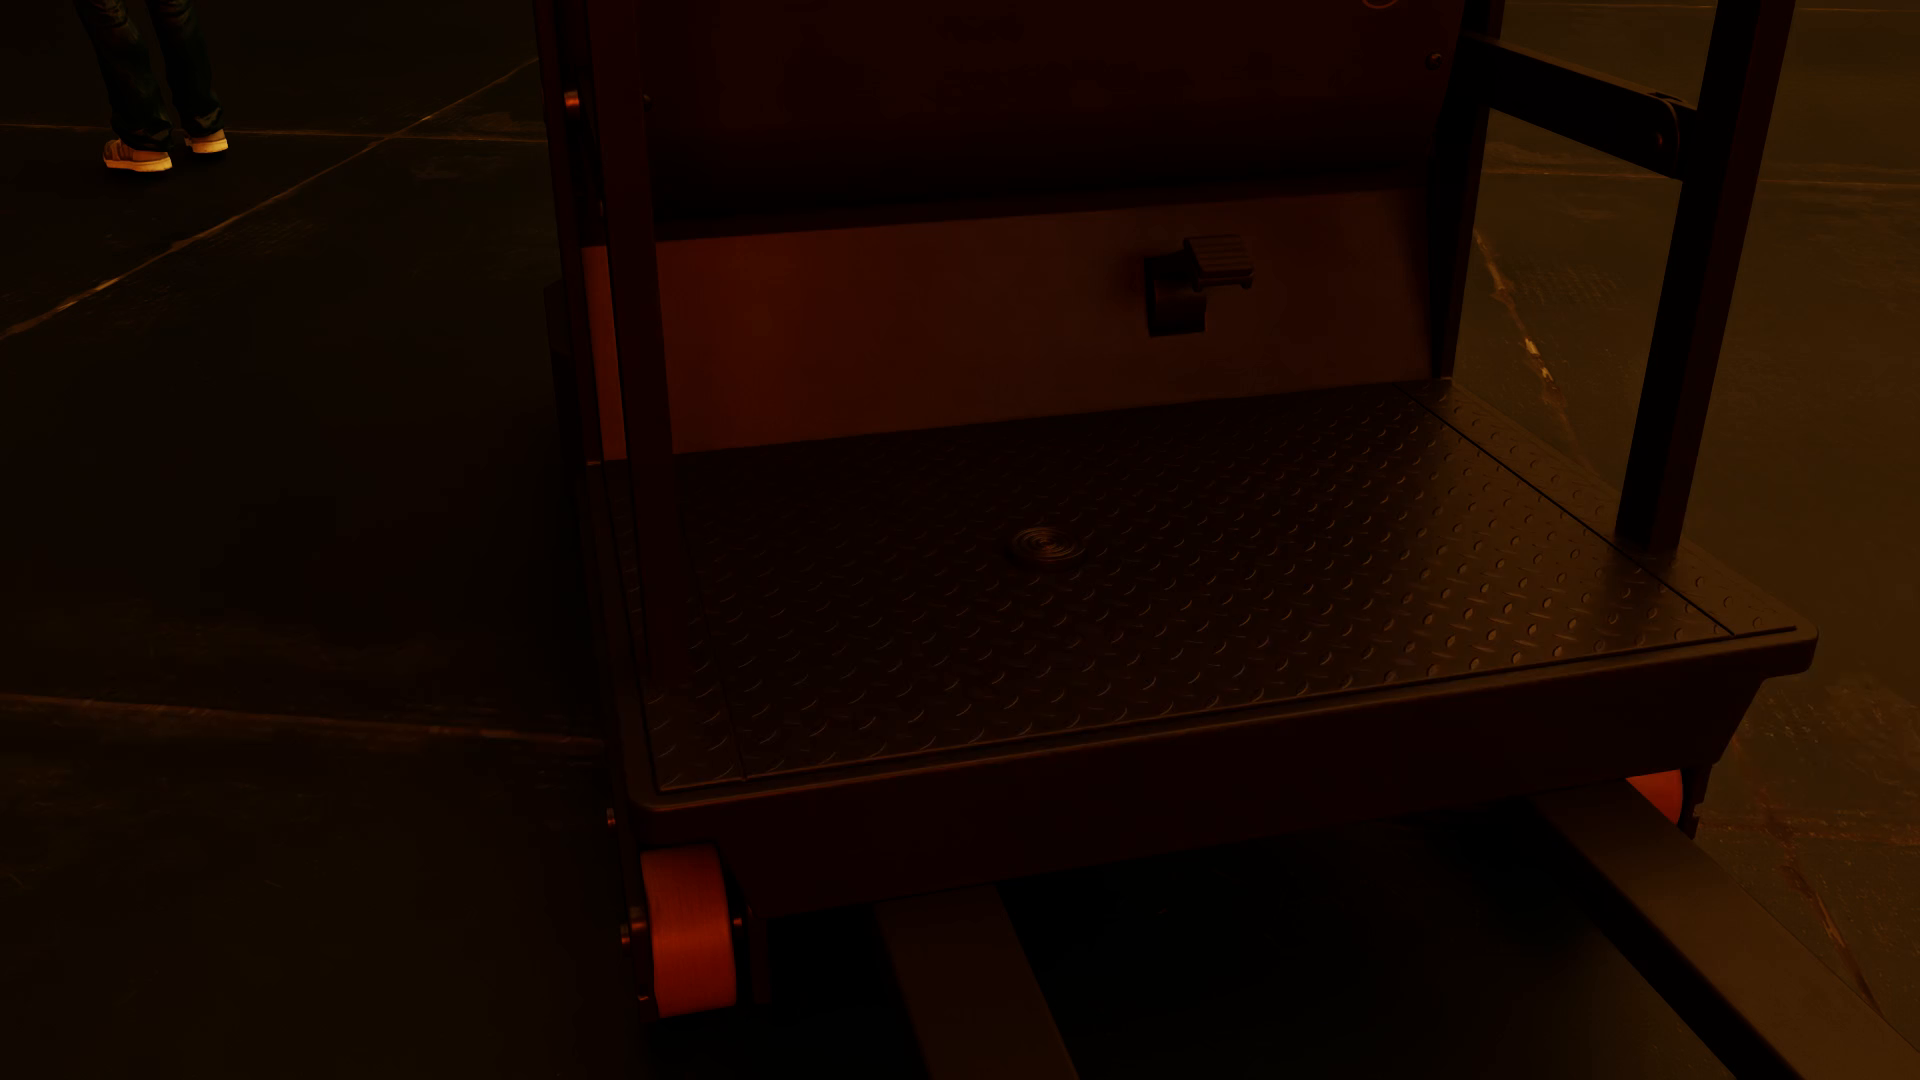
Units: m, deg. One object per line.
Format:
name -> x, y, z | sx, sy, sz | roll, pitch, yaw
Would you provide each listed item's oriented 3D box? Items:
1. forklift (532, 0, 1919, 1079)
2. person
forklift -> 0.153, -1.049, 1.319 | 1.130, 2.935, 3.031 | -7, 27, -13
person -> -2.196, -1.721, 4.150 | 0.520, 1.592, 0.475 | -23, 34, -38
